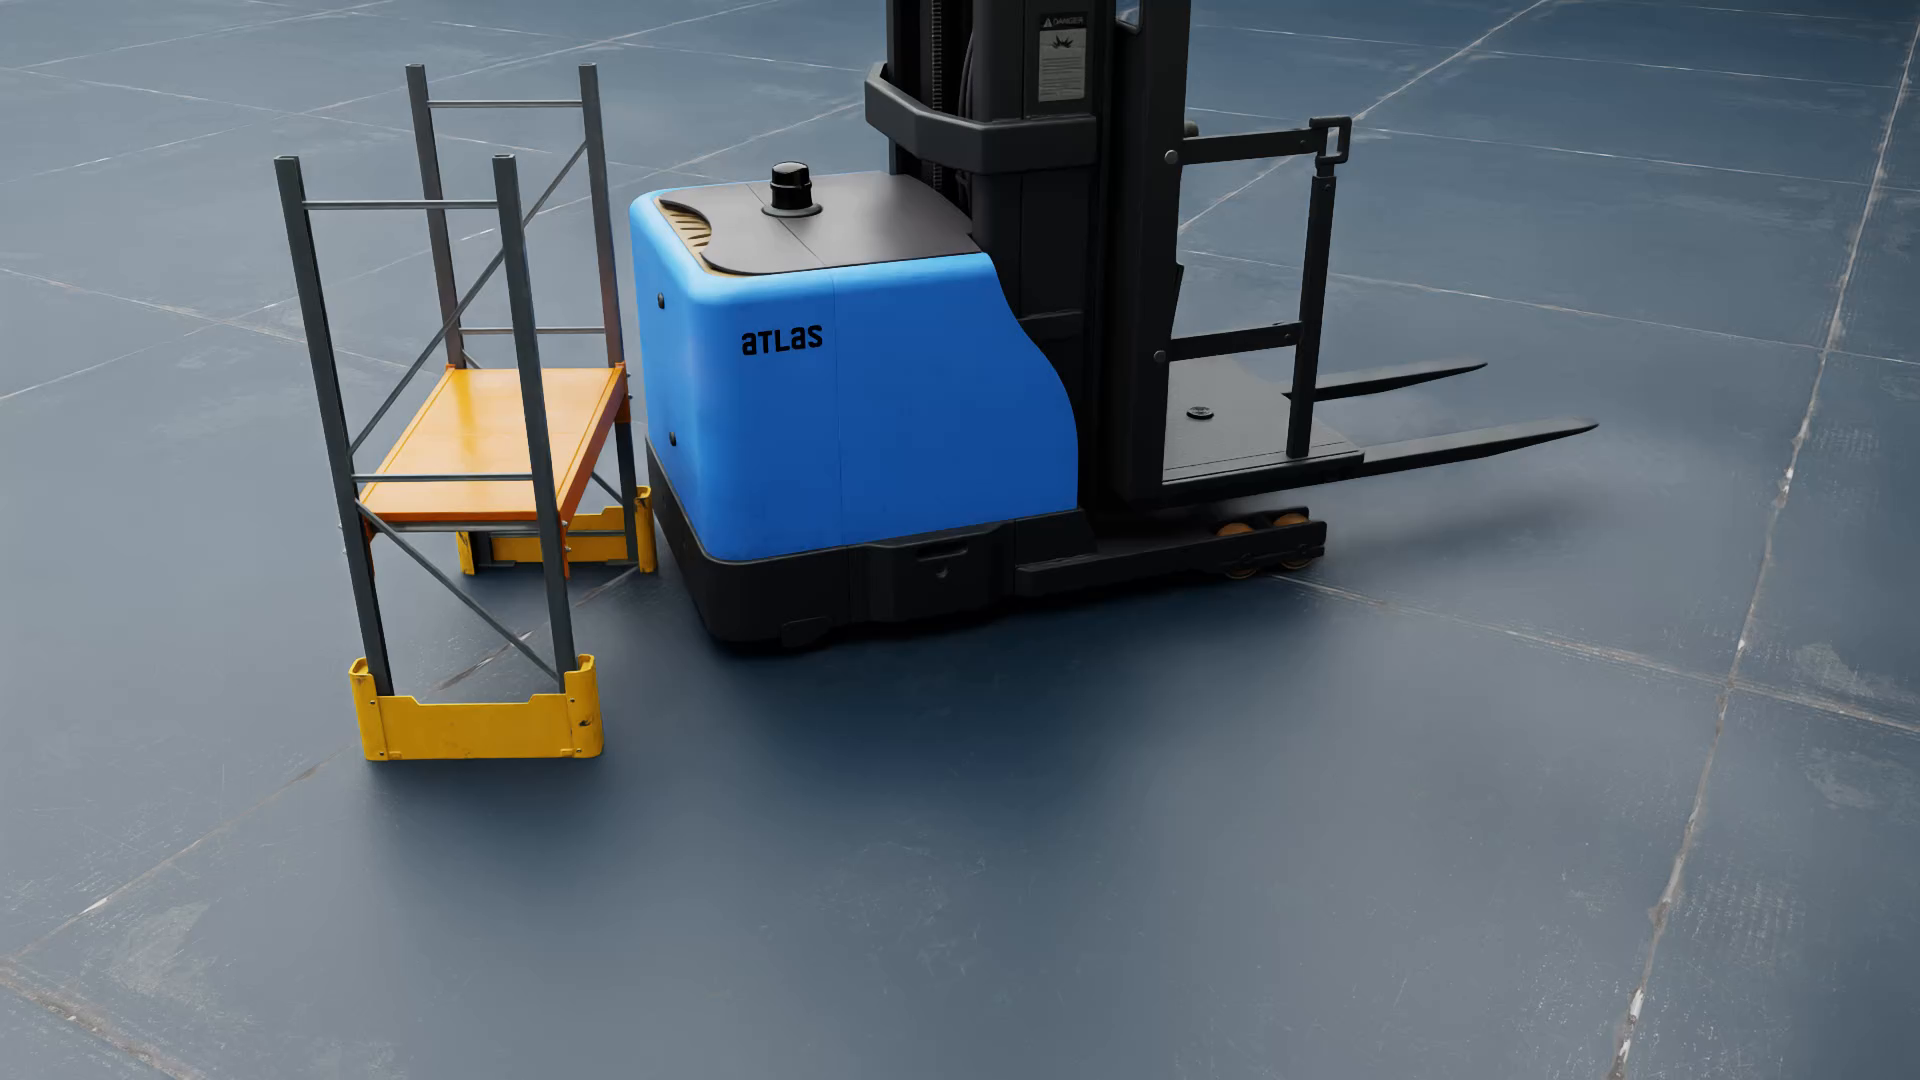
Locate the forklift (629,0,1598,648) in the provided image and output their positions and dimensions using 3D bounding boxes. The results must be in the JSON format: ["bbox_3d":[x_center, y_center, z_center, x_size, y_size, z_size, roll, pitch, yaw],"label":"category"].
[{"bbox_3d":[0.585,-1.405,4.783,3.031,2.935,1.130,-9,28,-18],"label":"forklift"}]

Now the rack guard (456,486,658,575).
[{"bbox_3d":[-1.222,-0.029,5.028,0.587,0.250,0.087,-1,27,-1],"label":"rack guard"}]

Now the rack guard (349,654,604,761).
[{"bbox_3d":[-1.197,0.417,4.138,0.587,0.250,0.087,-1,27,-1],"label":"rack guard"}]

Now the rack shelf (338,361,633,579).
[{"bbox_3d":[-1.210,-0.208,4.392,0.538,0.185,1.000,-1,27,-1],"label":"rack shelf"}]

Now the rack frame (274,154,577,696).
[{"bbox_3d":[-1.197,-0.141,3.857,0.500,1.500,0.032,-1,27,-1],"label":"rack frame"}]

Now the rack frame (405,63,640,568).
[{"bbox_3d":[-1.223,-0.596,4.766,0.500,1.500,0.032,-1,27,-1],"label":"rack frame"}]

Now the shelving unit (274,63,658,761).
[{"bbox_3d":[-1.210,-0.365,4.303,0.587,1.500,1.083,-1,27,-1],"label":"shelving unit"}]
